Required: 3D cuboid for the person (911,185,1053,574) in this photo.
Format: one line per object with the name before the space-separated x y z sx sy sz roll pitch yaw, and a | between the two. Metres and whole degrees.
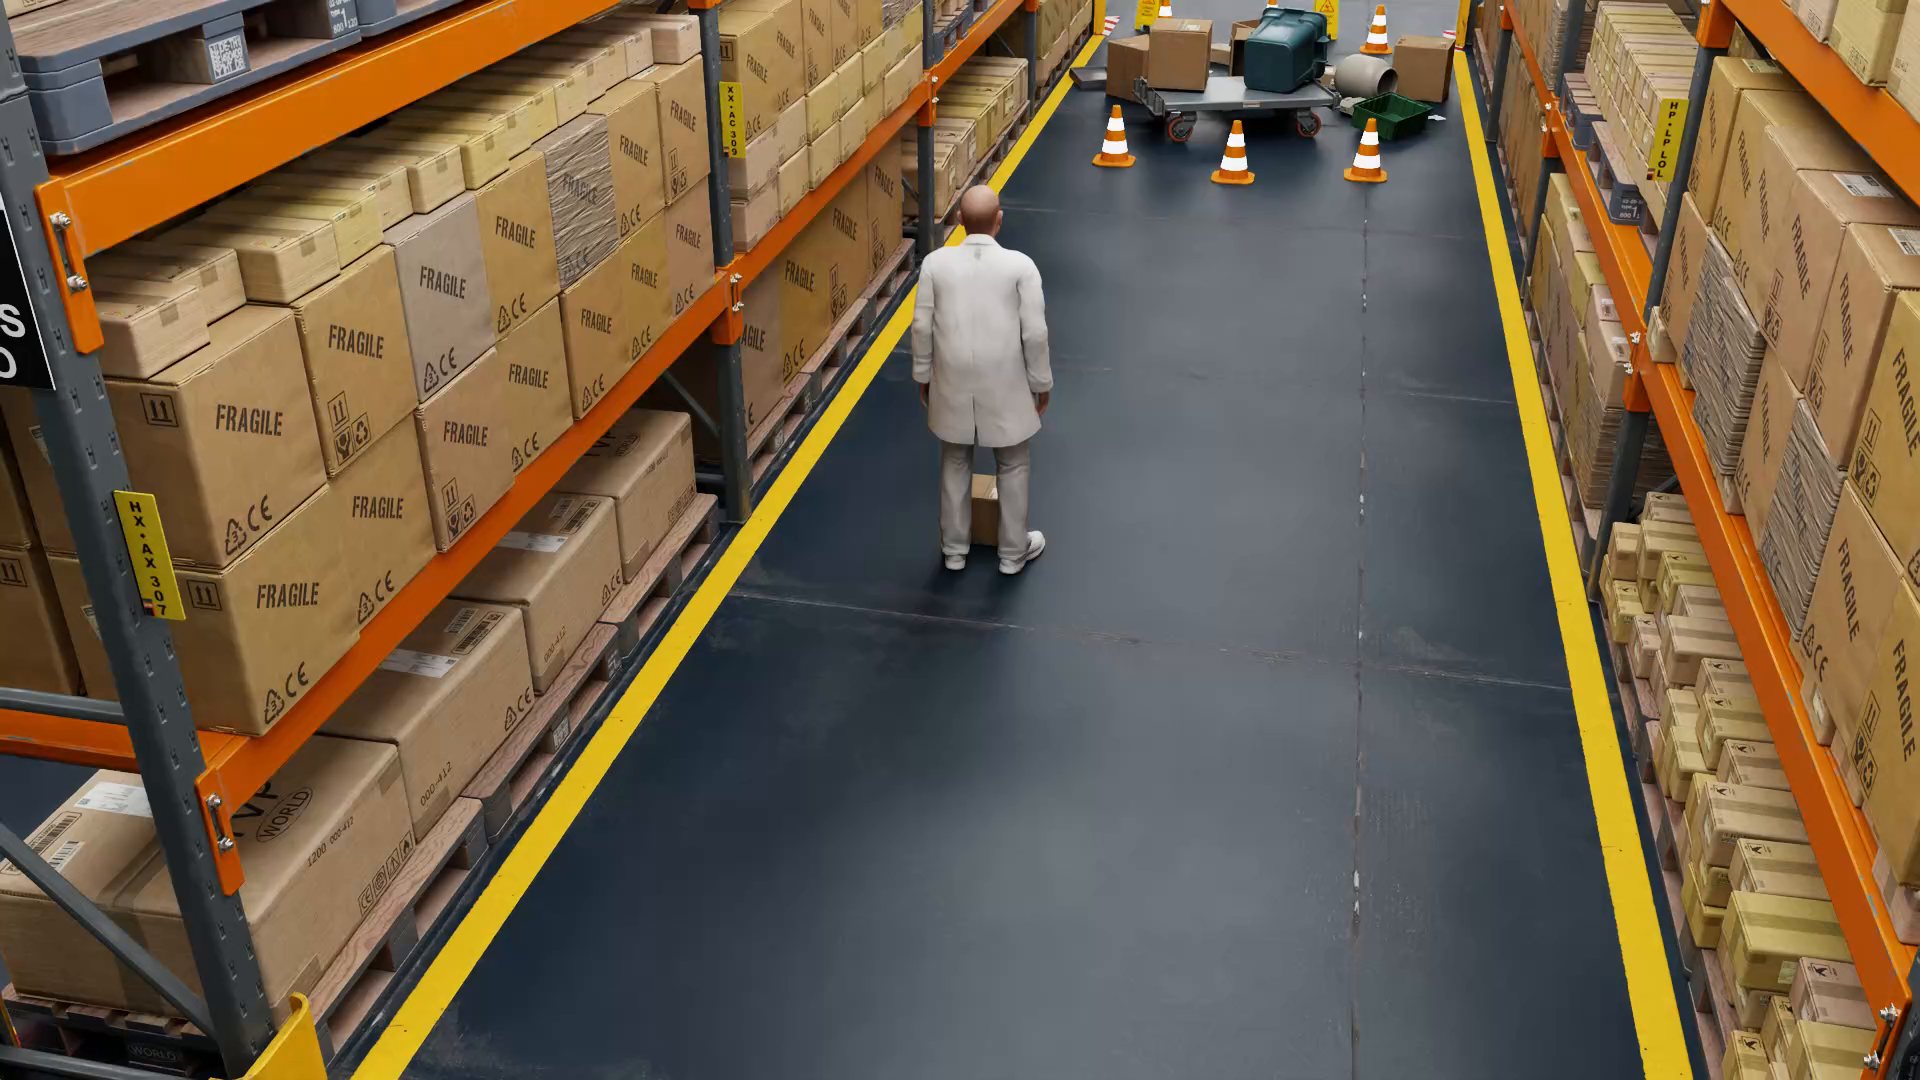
person | 0.099 -0.697 7.428 0.641 1.773 0.427 6 29 11
